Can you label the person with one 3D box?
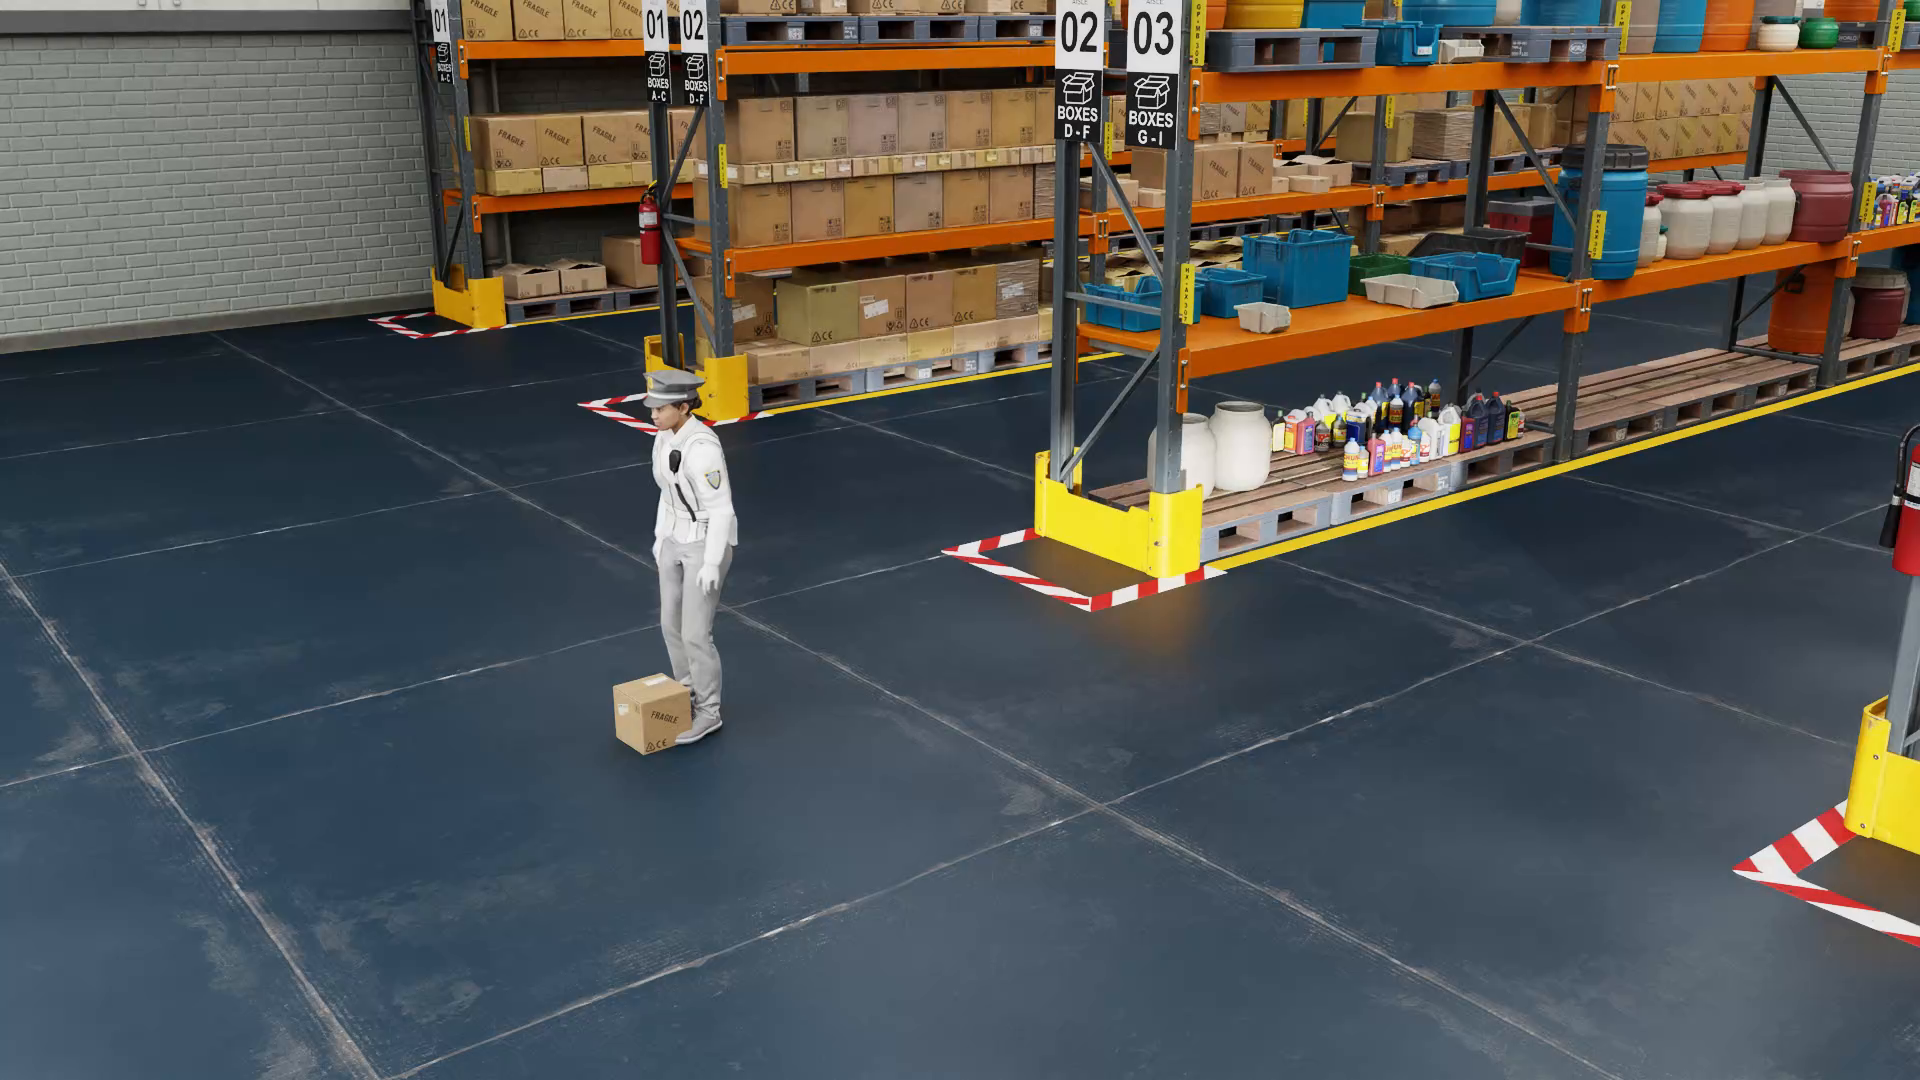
[{"bbox_3d":[-1.207,0.058,7.368,0.407,1.663,0.525,-14,22,-36],"label":"person"}]
